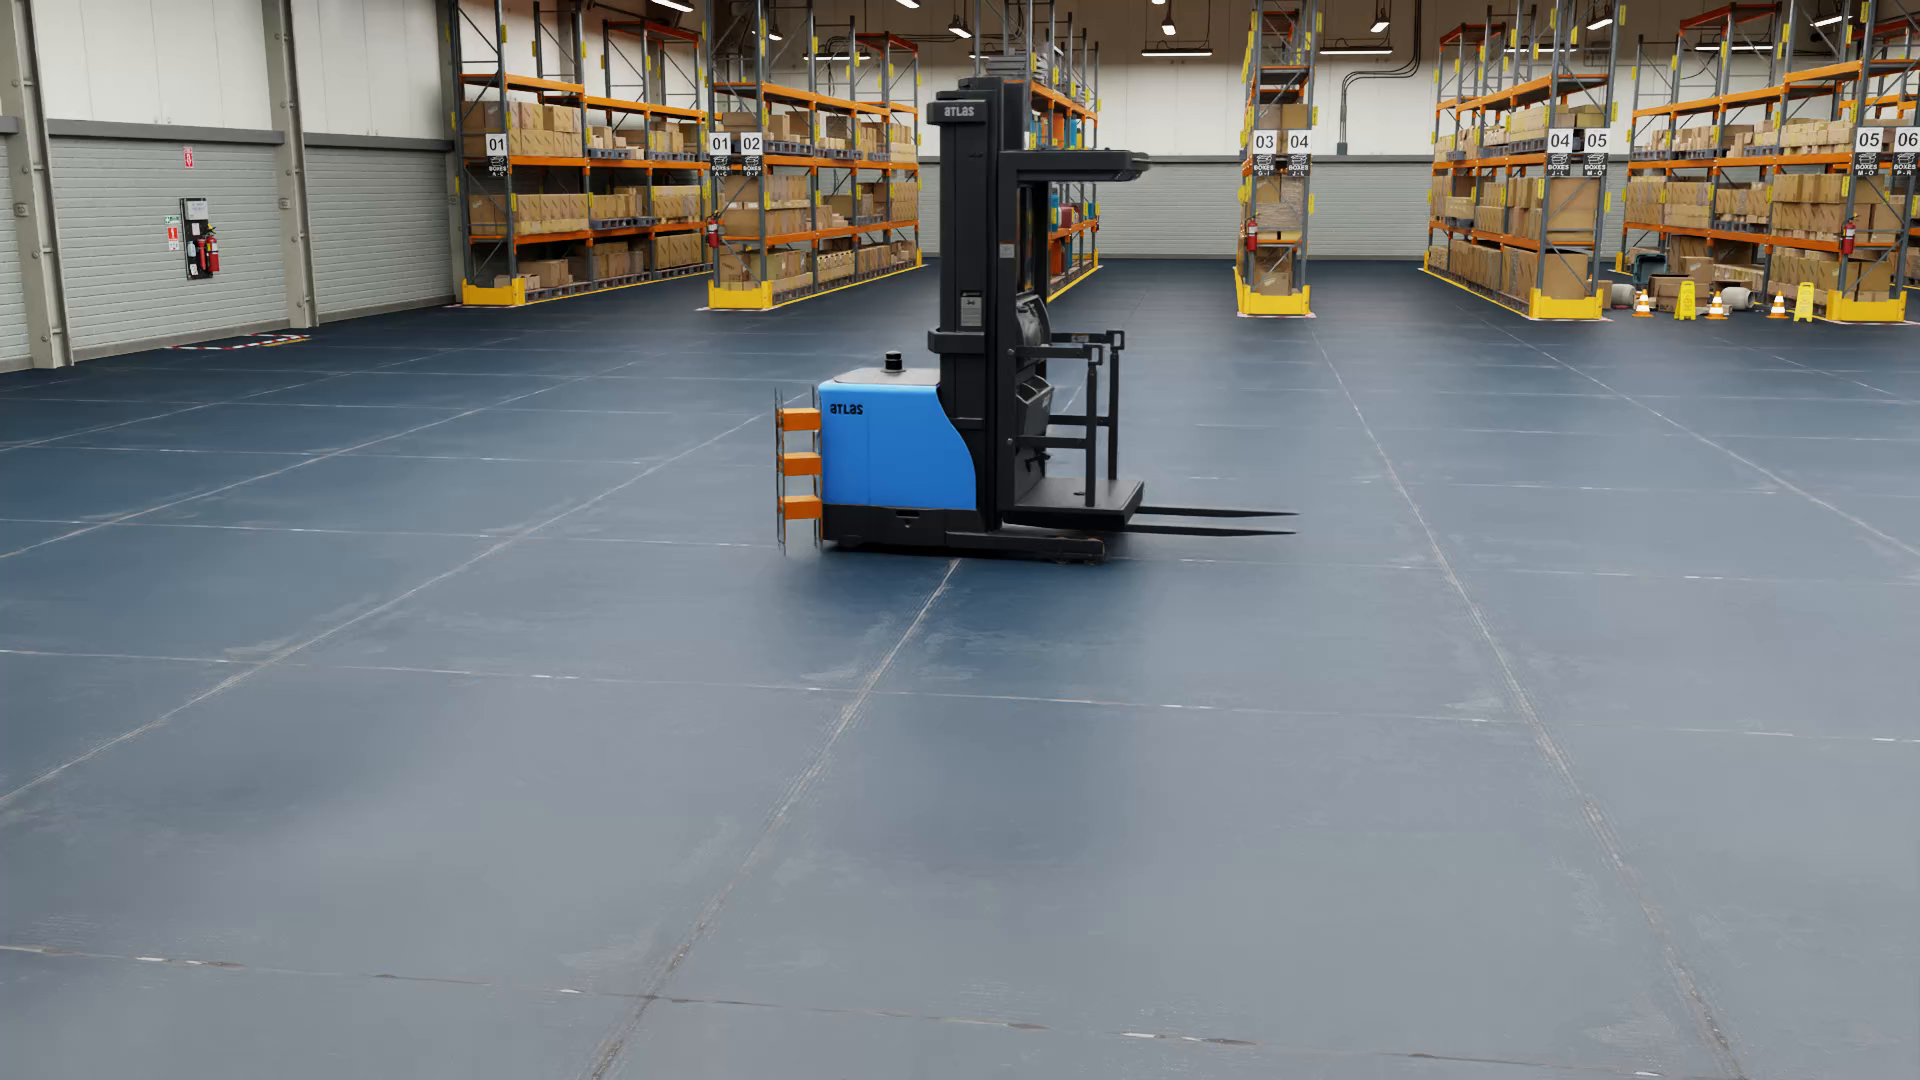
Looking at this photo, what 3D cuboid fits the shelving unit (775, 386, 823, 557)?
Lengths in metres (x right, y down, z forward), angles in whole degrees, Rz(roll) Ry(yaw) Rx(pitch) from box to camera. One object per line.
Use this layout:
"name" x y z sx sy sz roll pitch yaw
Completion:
"shelving unit" -1.019 -0.436 10.522 0.252 1.050 0.215 -4 13 -18

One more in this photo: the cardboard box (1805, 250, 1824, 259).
"cardboard box" 15.392 -5.115 29.819 0.380 0.149 0.250 2 12 11

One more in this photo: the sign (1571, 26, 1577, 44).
"sign" 11.706 -9.625 31.702 0.100 0.325 0.005 2 12 9

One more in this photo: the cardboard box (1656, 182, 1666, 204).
"cardboard box" 17.098 -8.352 40.019 0.500 0.500 0.500 2 12 8

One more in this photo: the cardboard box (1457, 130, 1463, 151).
"cardboard box" 12.224 -9.492 39.564 0.700 0.500 0.500 2 12 9

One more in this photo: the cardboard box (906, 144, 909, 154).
"cardboard box" -1.651 -10.497 44.631 0.500 0.250 0.500 2 12 9

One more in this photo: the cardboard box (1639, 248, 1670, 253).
"cardboard box" 17.778 -7.162 42.189 0.875 0.438 0.875 2 12 10

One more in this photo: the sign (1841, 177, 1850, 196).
"sign" 14.907 -5.952 27.994 0.100 0.325 0.005 2 12 9

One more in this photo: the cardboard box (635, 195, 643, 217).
"cardboard box" -7.855 -7.843 38.985 0.700 0.500 0.500 0 12 2

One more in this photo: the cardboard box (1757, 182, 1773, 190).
"cardboard box" 16.009 -7.006 32.903 0.380 0.149 0.250 2 12 7

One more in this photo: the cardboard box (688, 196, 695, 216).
"cardboard box" -7.068 -8.503 42.339 0.500 0.500 0.500 2 12 9

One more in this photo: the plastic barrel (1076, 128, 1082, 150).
"plastic barrel" 2.672 -9.756 40.580 0.600 0.588 0.600 0 12 0

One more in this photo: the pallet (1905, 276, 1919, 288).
"pallet" 21.930 -5.759 37.215 1.003 0.211 1.213 2 12 9

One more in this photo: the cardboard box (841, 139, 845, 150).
"cardboard box" -2.911 -9.020 37.965 0.500 0.250 0.500 1 12 4

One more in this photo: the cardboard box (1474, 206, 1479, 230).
"cardboard box" 11.440 -6.978 36.017 0.500 0.500 0.500 2 12 9

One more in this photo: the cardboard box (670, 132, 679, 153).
"cardboard box" -7.443 -9.943 41.608 0.700 0.500 0.500 2 12 8

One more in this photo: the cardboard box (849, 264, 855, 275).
"cardboard box" -2.737 -6.261 38.457 0.500 0.250 0.500 2 12 10

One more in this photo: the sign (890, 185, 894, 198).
"sign" -1.733 -8.899 42.418 0.100 0.325 0.005 2 12 9

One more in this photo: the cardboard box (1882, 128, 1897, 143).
"cardboard box" 15.793 -6.844 28.160 0.500 0.250 0.500 2 12 8

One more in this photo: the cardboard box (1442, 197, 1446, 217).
"cardboard box" 12.268 -8.259 41.253 0.500 0.500 0.500 2 12 7

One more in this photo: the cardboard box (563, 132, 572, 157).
"cardboard box" -8.331 -8.152 34.294 0.500 0.500 0.500 1 12 4

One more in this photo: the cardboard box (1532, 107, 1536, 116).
"cardboard box" 10.420 -7.629 29.621 0.380 0.149 0.250 2 12 9

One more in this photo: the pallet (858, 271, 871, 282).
"pallet" -2.745 -6.309 39.766 1.003 0.211 1.213 2 12 9

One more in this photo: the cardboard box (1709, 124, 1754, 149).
"cardboard box" 16.592 -8.680 35.789 0.797 0.503 0.637 1 12 5

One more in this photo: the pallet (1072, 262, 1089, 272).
"pallet" 2.872 -7.235 44.064 1.003 0.211 1.213 2 12 9

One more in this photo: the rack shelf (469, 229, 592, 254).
"rack shelf" -8.715 -6.077 33.778 1.077 0.370 4.000 2 12 9

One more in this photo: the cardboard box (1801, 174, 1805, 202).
"cardboard box" 15.591 -6.320 29.882 0.700 0.500 0.500 2 12 8

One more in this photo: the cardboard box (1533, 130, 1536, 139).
"cardboard box" 10.380 -7.185 29.456 0.380 0.149 0.250 2 12 9

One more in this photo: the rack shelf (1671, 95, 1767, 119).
"rack shelf" 16.990 -9.677 37.191 1.077 0.370 4.000 2 12 9

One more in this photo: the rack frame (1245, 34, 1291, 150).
"rack frame" 7.506 -10.961 40.495 1.000 3.000 0.127 2 12 9

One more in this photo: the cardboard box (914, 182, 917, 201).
"cardboard box" -1.463 -9.619 45.897 0.500 0.500 0.500 2 12 8

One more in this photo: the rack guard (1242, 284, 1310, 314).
"rack guard" 5.672 -4.324 29.873 1.175 0.500 0.348 2 12 9

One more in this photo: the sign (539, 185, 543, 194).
"sign" -8.957 -7.428 35.592 0.100 0.325 0.005 2 12 9

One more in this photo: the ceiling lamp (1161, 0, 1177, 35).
"ceiling lamp" 5.249 -13.711 39.398 0.800 3.185 2.000 2 12 9

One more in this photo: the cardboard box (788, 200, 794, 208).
"cardboard box" -3.539 -6.723 33.293 0.380 0.149 0.250 2 12 10

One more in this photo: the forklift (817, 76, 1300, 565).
"forklift" 0.654 -1.401 10.536 3.031 2.935 1.130 3 12 13

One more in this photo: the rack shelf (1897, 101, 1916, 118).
"rack shelf" 21.896 -9.517 36.449 1.077 0.370 4.000 2 12 9

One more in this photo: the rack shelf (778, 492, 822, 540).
"rack shelf" -1.020 -0.154 10.582 0.240 0.259 0.215 -4 13 -18

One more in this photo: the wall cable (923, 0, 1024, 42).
"wall cable" 0.392 -16.428 50.446 3.097 2.526 0.112 2 12 9

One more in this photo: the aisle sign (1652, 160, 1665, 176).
"aisle sign" 18.231 -9.816 43.250 0.394 0.787 0.004 2 12 9

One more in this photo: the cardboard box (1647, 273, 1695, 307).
"cardboard box" 13.357 -4.698 31.277 0.797 0.637 0.503 2 12 9

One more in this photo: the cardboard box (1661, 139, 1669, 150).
"cardboard box" 17.080 -9.506 39.946 0.396 0.266 0.258 2 12 10

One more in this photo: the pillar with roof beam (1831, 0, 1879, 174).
"pillar with roof beam" 19.870 -11.984 45.242 9.100 9.000 0.548 2 12 9

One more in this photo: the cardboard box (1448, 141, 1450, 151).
"cardboard box" 12.303 -9.697 40.916 0.500 0.250 0.500 1 12 6

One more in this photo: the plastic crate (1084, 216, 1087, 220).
"plastic crate" 3.165 -8.533 43.725 0.416 0.233 0.300 2 12 9

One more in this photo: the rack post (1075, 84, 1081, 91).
"rack post" 2.451 -10.910 40.439 0.937 0.300 0.954 2 12 8

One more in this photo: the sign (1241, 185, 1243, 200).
"sign" 6.342 -7.779 37.222 0.100 0.325 0.005 2 12 9

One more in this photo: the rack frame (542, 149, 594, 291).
"rack frame" -8.408 -6.845 35.634 1.000 3.000 0.127 2 12 9
